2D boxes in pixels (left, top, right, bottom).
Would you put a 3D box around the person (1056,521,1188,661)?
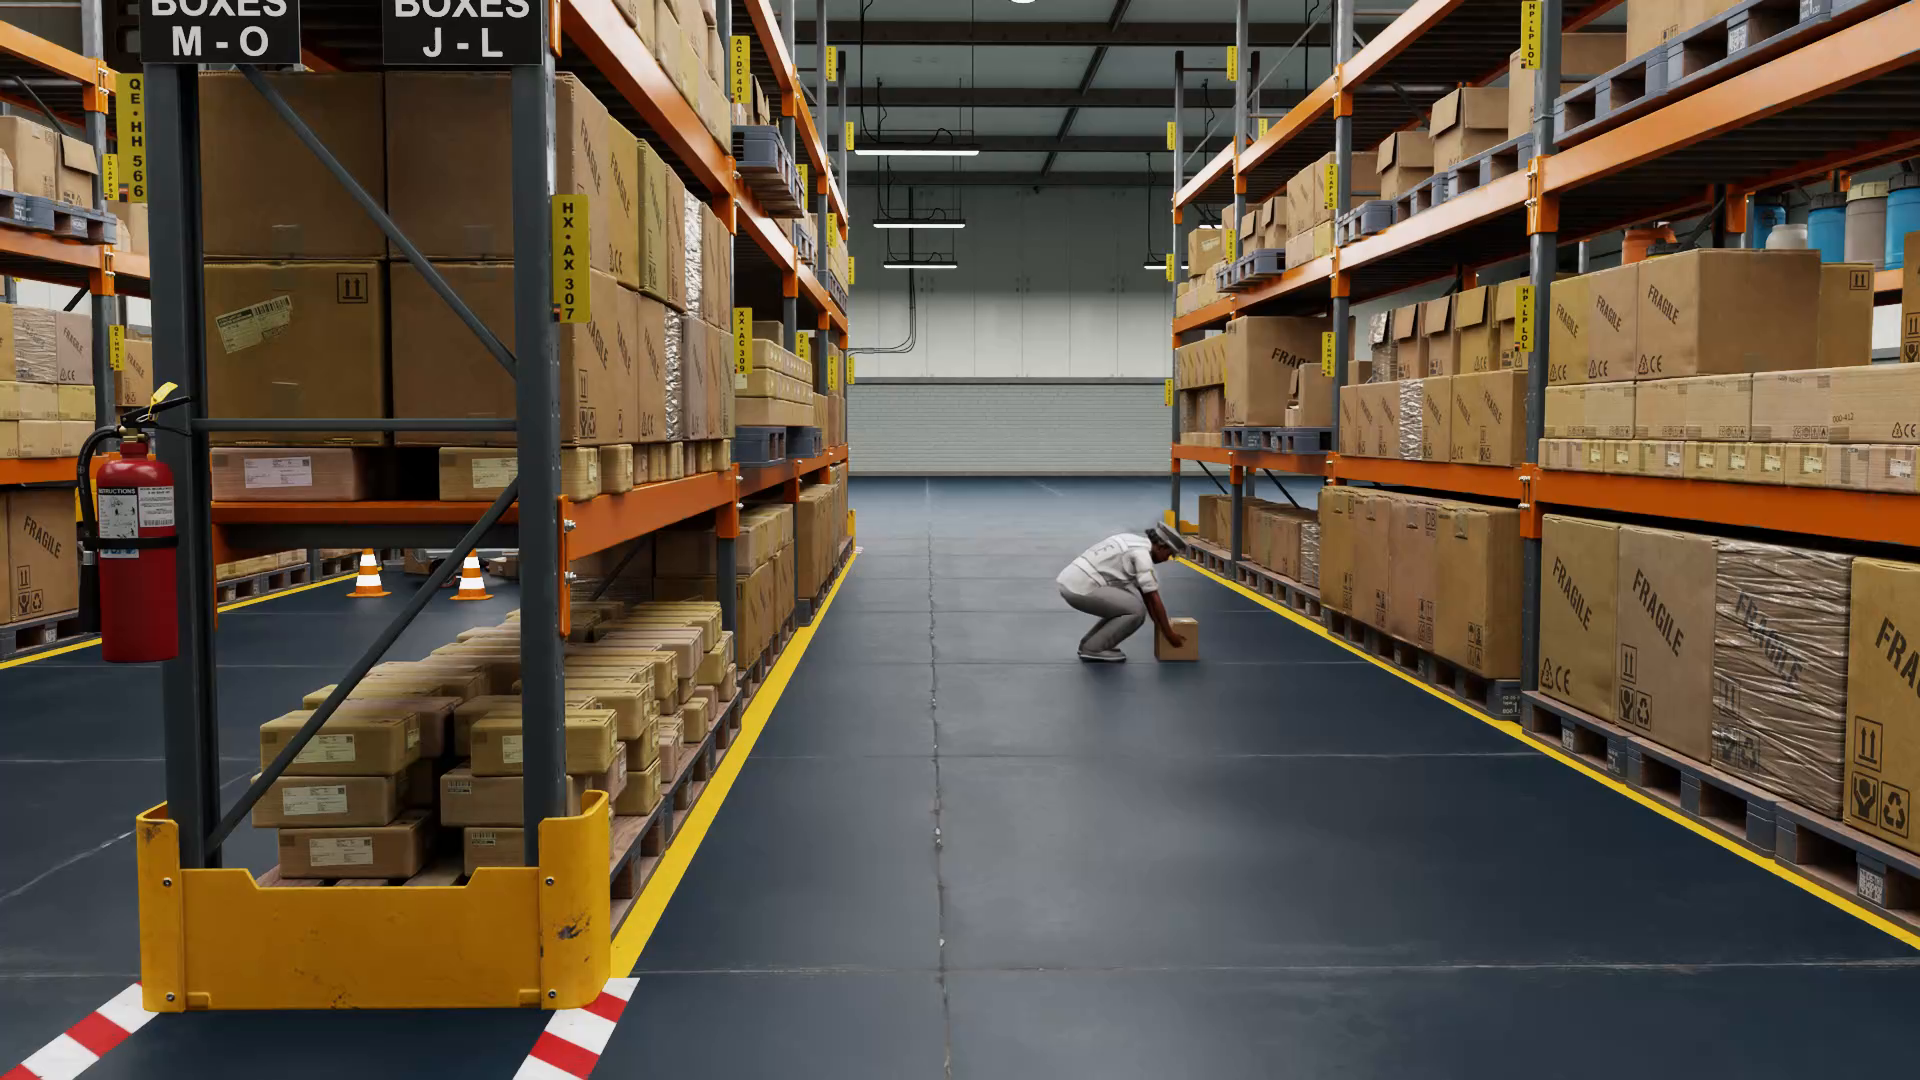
[{"bbox_3d":[1.062,0.330,10.852,0.866,0.899,0.481,0,4,-1],"label":"person"}]
